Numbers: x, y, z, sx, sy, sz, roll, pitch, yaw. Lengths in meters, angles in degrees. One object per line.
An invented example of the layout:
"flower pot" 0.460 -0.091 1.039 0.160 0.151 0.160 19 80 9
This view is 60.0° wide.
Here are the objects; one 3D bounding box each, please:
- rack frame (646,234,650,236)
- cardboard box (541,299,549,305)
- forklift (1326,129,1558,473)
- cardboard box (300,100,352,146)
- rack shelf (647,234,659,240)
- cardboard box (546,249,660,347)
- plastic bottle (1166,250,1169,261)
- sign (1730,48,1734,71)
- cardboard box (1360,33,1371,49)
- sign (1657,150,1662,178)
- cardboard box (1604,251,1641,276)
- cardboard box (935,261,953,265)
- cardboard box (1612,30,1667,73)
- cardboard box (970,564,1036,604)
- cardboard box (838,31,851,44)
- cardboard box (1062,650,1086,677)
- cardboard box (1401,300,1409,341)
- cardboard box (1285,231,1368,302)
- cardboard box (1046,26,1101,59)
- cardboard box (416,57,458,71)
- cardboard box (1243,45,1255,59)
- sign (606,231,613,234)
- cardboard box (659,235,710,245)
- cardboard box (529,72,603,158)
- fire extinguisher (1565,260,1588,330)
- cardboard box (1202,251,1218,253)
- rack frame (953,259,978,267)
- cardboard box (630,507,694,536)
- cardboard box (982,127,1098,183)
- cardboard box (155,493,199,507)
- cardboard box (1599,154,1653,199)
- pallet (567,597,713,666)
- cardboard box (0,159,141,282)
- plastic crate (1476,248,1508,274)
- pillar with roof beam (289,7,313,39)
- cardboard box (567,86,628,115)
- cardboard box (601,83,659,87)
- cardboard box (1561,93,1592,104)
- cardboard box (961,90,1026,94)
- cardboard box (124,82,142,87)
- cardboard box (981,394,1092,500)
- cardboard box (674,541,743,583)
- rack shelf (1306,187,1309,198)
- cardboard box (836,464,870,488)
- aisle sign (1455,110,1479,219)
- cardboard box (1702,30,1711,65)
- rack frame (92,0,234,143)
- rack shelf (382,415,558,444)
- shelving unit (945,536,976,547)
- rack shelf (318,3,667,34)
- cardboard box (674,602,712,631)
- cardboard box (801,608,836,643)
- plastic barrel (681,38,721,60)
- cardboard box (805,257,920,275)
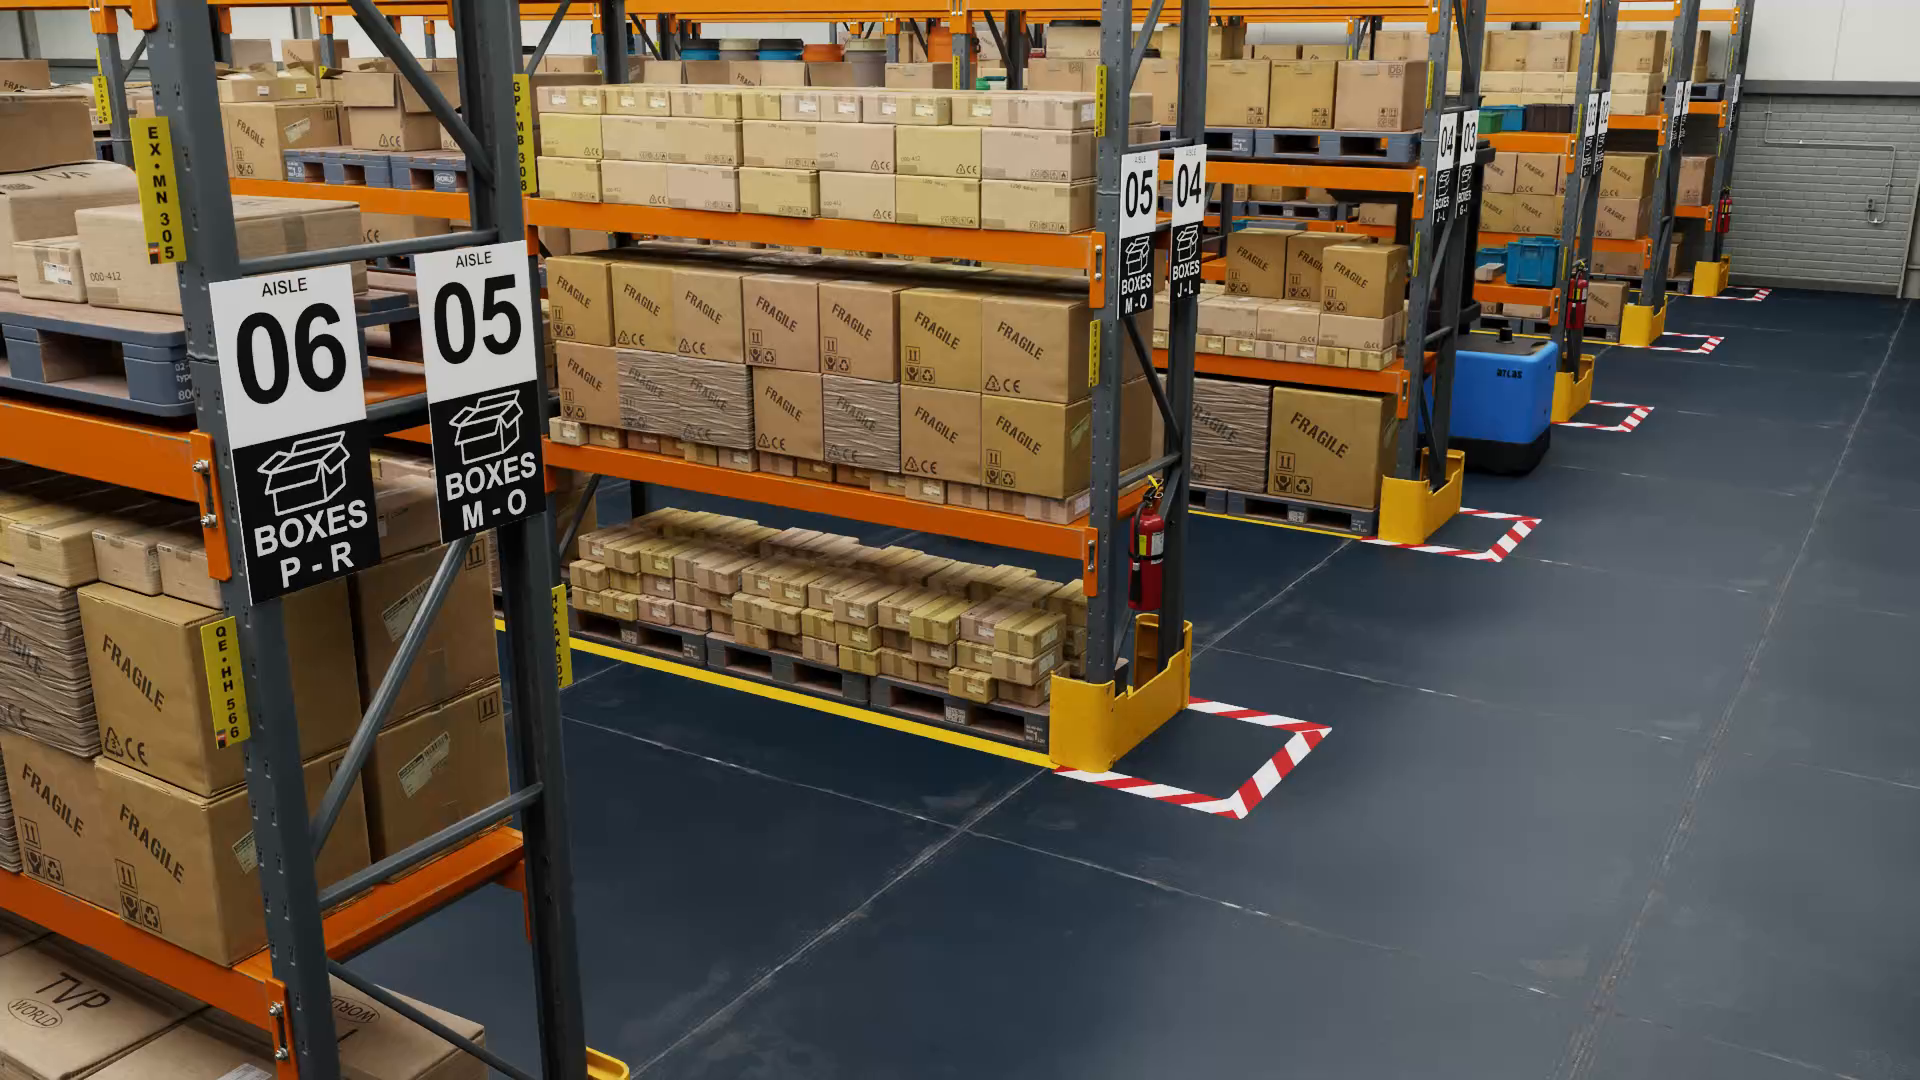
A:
"rack frame" -3.979 -4.615 22.913 0.127 3.000 1.000 10 20 30
"cardboard box" -2.988 -1.578 11.602 0.250 0.149 0.380 10 20 31
"forklift" 3.928 -2.285 15.360 3.031 2.935 1.130 9 19 28
"cardboard box" -4.368 -2.876 11.856 0.500 0.500 0.500 10 20 30
"rack shelf" -2.274 -3.967 22.016 4.000 0.370 1.077 10 20 30
"cardboard box" -2.179 -1.498 10.248 0.500 0.500 0.500 11 20 31
"plastic bottle" 2.333 -3.319 18.859 0.135 0.276 0.152 10 20 30
"sign" 11.136 -6.932 23.993 0.005 0.325 0.100 10 20 30
"cardboard box" 6.864 -8.151 27.173 0.500 0.250 0.500 9 19 28
"sign" 8.535 -4.587 20.284 0.005 0.325 0.100 10 20 30
"cardboard box" 10.356 -4.406 25.804 0.500 0.500 0.700 10 20 30
"cardboard box" -0.295 -2.223 14.866 0.500 0.500 0.500 10 20 30
"cardboard box" 8.396 -6.052 20.589 0.500 0.500 0.700 10 20 30
"cardboard box" 0.259 0.282 9.949 0.250 0.149 0.380 10 20 30
"cardboard box" -2.001 -9.529 32.004 0.500 0.500 0.500 9 19 26
"cardboard box" 0.694 0.654 9.749 0.250 0.149 0.380 11 20 31
"cardboard box" 3.387 -1.773 13.305 0.500 0.250 0.500 10 19 29
"cardboard box" 2.961 -2.208 13.446 0.500 0.500 0.500 10 19 29
"cardboard box" 1.044 -4.117 13.758 0.500 0.250 0.500 9 19 27
"cardboard box" -5.419 -4.835 17.576 0.637 0.503 0.797 11 20 32
"cardboard box" 3.905 -6.653 23.396 0.600 0.600 0.600 9 19 28
"sign" -3.438 -3.160 16.268 0.005 0.325 0.100 10 20 30
"cardboard box" -2.548 -3.192 16.332 0.637 0.503 0.797 11 20 32
"cardboard box" -2.701 -2.727 10.643 0.500 0.500 0.700 10 20 30
"fire extinguisher" 6.138 -2.439 16.524 0.183 0.674 0.296 10 20 30
"cardboard box" 3.836 -4.006 24.452 0.500 0.500 0.500 9 19 28
"rack frame" 0.246 -2.171 14.869 0.127 3.000 1.000 10 20 30
"cardboard box" -1.996 -0.090 11.176 0.250 0.149 0.380 11 20 32
"cardboard box" 0.447 -1.960 8.409 0.500 0.250 0.500 9 19 28
"cardboard box" -2.345 -0.194 5.349 0.250 0.149 0.380 9 19 28
"cardboard box" 8.319 -4.542 20.780 0.500 0.500 0.500 10 20 30
"pallet" -1.845 0.469 10.973 1.213 0.211 1.003 10 20 30
"cardboard box" -2.781 -0.990 5.078 0.500 0.311 0.500 11 20 31
"plastic crate" 5.648 -2.958 17.642 0.300 0.233 0.416 10 20 30
"pillar with roof beam" -18.744 -12.327 37.980 0.400 9.000 9.100 10 20 30
"cardboard box" -2.100 -2.598 9.824 0.250 0.149 0.380 9 19 28
"cardboard box" -2.026 -2.772 10.397 0.250 0.149 0.380 9 19 28
"cardboard box" 7.846 -5.471 20.828 0.500 0.250 0.500 10 20 30
"cardboard box" 0.209 -2.389 9.136 0.250 0.149 0.380 10 20 31
"cardboard box" -9.865 -5.452 20.079 0.250 0.149 0.380 10 20 30
"cardboard box" 0.455 -0.545 8.830 0.500 0.500 0.500 11 20 31
"cardboard box" -1.571 0.141 10.416 0.250 0.149 0.380 10 19 29
"rack shelf" 6.319 -5.812 28.091 4.000 0.370 1.077 10 20 30
"cardboard box" -0.504 -0.427 9.559 0.250 0.149 0.380 9 19 28
"aisle sign" 3.873 -2.870 12.697 0.004 0.787 0.394 10 20 30
"cardboard box" 10.936 -7.385 24.946 0.500 0.500 0.500 9 19 28
"rack frame" -5.844 -4.437 12.007 0.127 3.000 1.000 10 20 30
"rack shelf" -4.140 -0.918 11.982 4.000 0.370 1.077 10 20 30
"shelving unit" 0.046 -0.494 12.702 0.252 1.050 0.215 10 20 30
"rack shelf" -4.866 -5.419 17.164 4.000 0.370 1.077 10 20 30
"cardboard box" -1.585 0.431 10.483 0.250 0.149 0.380 10 19 29
"cardboard box" -0.727 0.463 9.865 0.250 0.149 0.380 11 20 33
"plastic barrel" -3.432 -6.267 22.327 0.708 0.901 0.600 10 20 30
"cardboard box" -0.572 -1.389 9.889 0.500 0.500 0.500 9 19 28
